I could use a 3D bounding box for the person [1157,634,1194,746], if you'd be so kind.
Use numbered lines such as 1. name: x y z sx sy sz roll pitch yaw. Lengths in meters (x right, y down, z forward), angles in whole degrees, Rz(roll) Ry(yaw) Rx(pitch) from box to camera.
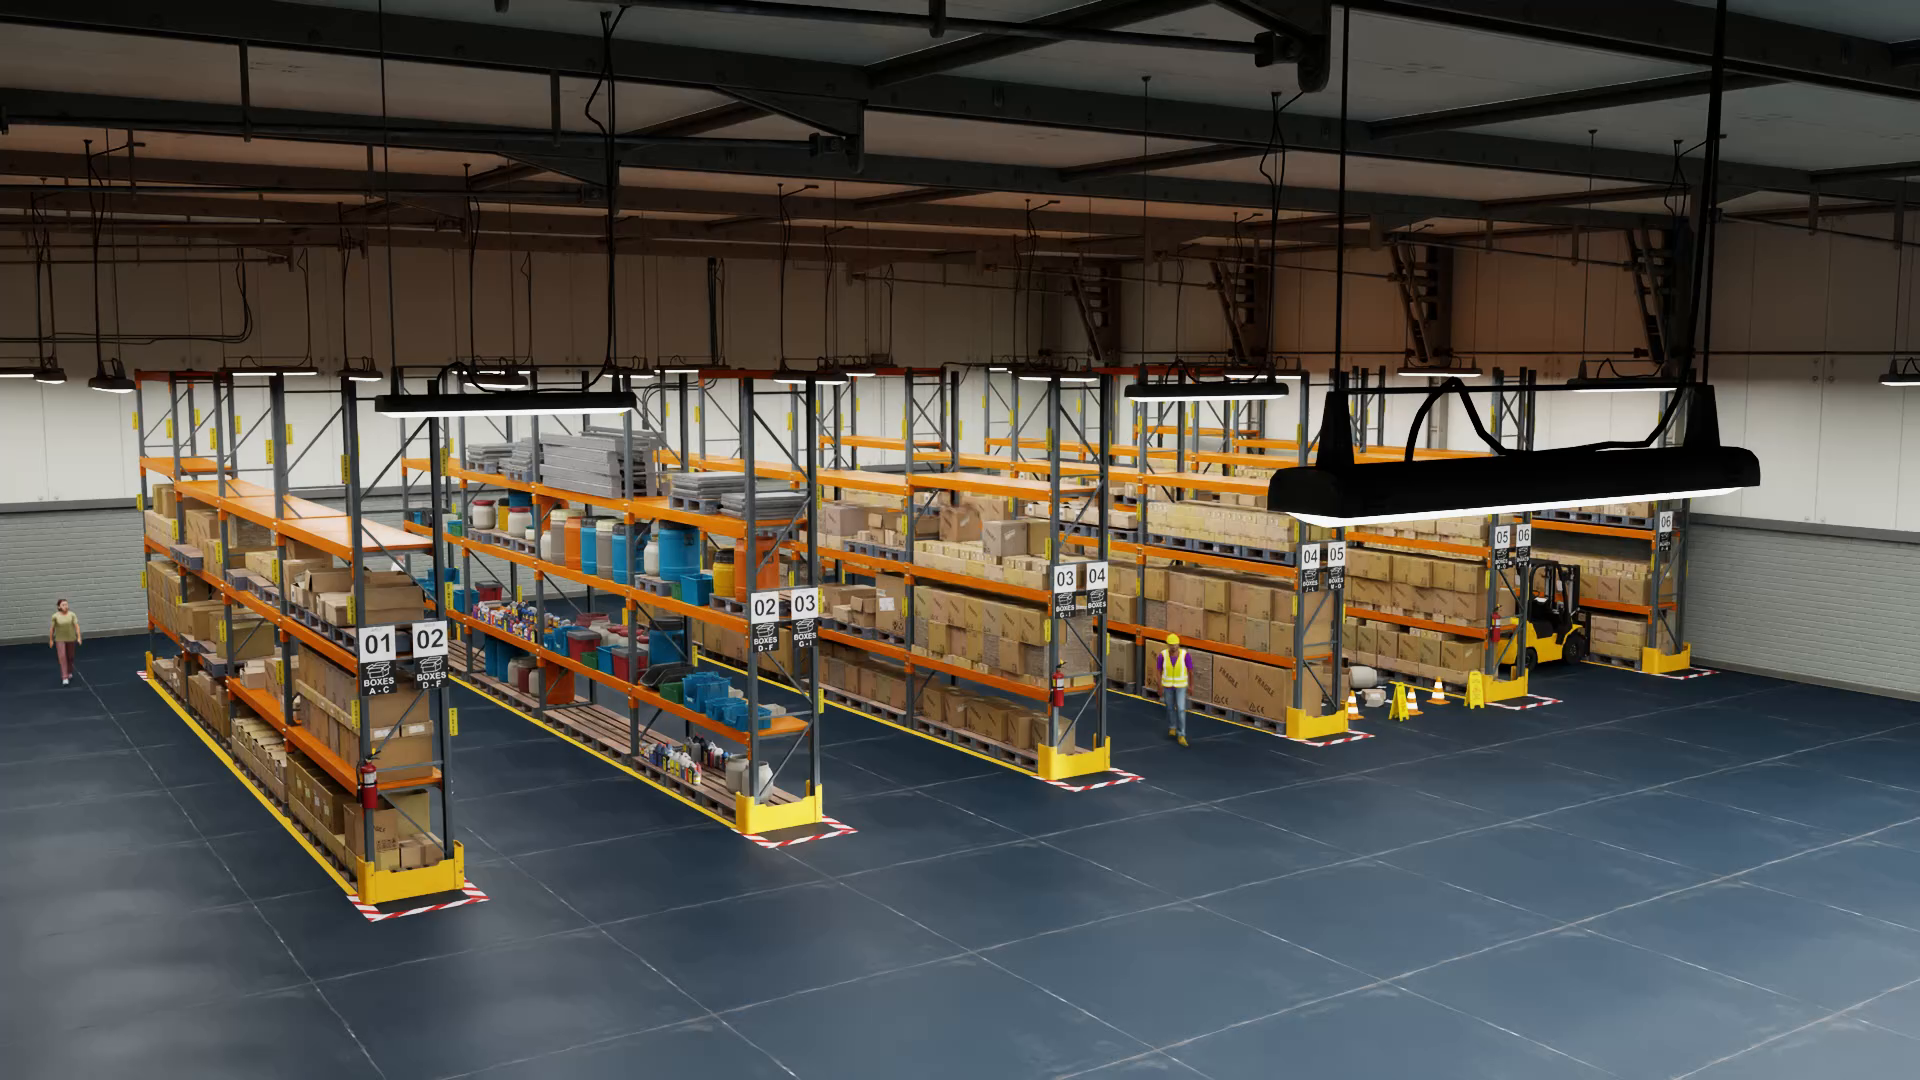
1. person: 3.493 2.396 27.123 0.594 1.742 0.868 2 7 16

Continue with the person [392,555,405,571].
1. person: -13.015 1.095 38.654 1.021 1.745 0.559 -1 6 -6

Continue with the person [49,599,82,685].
1. person: -17.043 1.938 31.711 0.533 1.605 0.736 -4 8 -33
